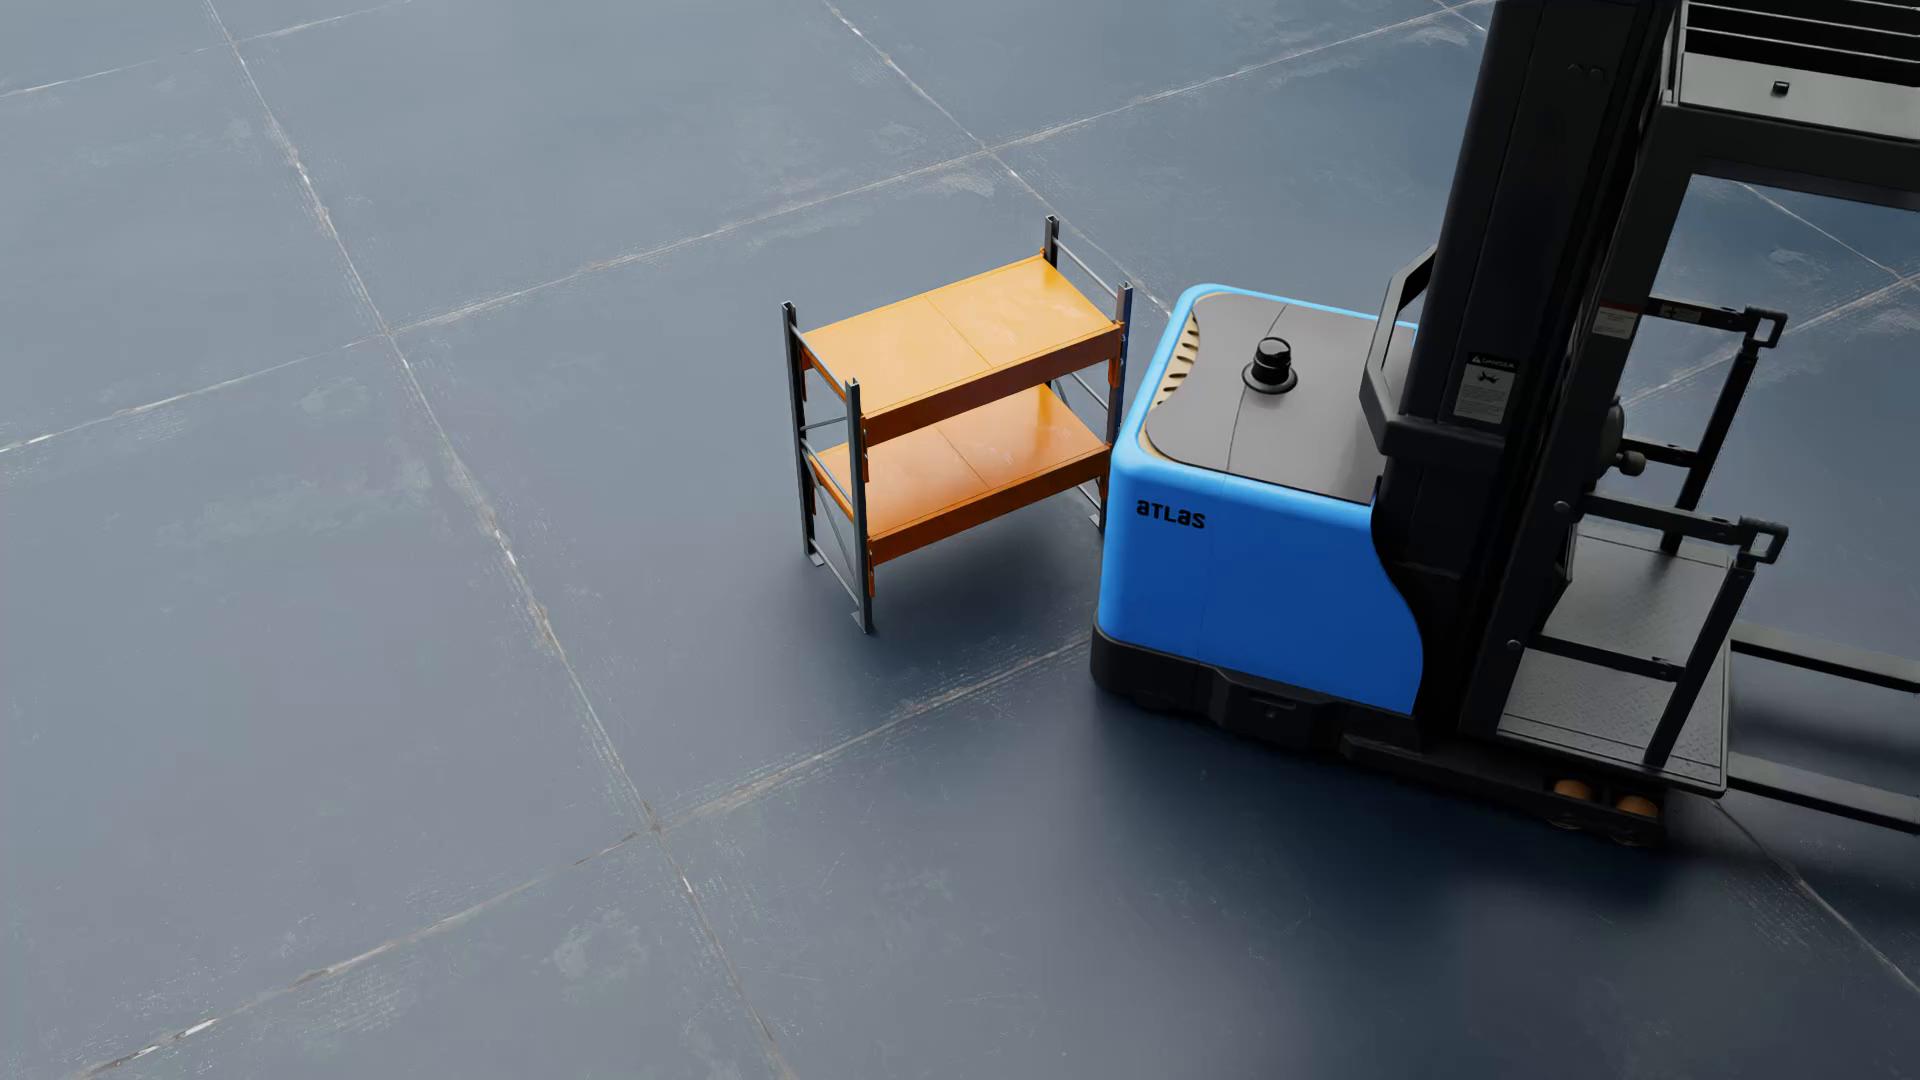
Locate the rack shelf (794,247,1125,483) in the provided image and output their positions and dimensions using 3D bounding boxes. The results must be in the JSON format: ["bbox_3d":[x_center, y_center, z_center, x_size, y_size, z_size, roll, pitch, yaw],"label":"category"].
[{"bbox_3d":[-0.006,-0.611,5.652,1.000,0.278,0.538,-22,48,-21],"label":"rack shelf"}]

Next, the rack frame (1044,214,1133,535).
[{"bbox_3d":[0.435,-0.578,6.038,0.032,1.125,0.500,-22,48,-21],"label":"rack frame"}]

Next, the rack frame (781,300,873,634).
[{"bbox_3d":[-0.447,-0.225,5.674,0.032,1.125,0.500,-22,48,-21],"label":"rack frame"}]

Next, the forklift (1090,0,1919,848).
[{"bbox_3d":[2.017,-0.506,4.667,3.031,2.935,1.130,14,46,14],"label":"forklift"}]

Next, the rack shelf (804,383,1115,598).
[{"bbox_3d":[-0.006,-0.226,6.026,1.000,0.278,0.538,-22,48,-21],"label":"rack shelf"}]

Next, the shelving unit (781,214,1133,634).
[{"bbox_3d":[-0.006,-0.401,5.856,1.048,1.125,0.538,-22,48,-21],"label":"shelving unit"}]
